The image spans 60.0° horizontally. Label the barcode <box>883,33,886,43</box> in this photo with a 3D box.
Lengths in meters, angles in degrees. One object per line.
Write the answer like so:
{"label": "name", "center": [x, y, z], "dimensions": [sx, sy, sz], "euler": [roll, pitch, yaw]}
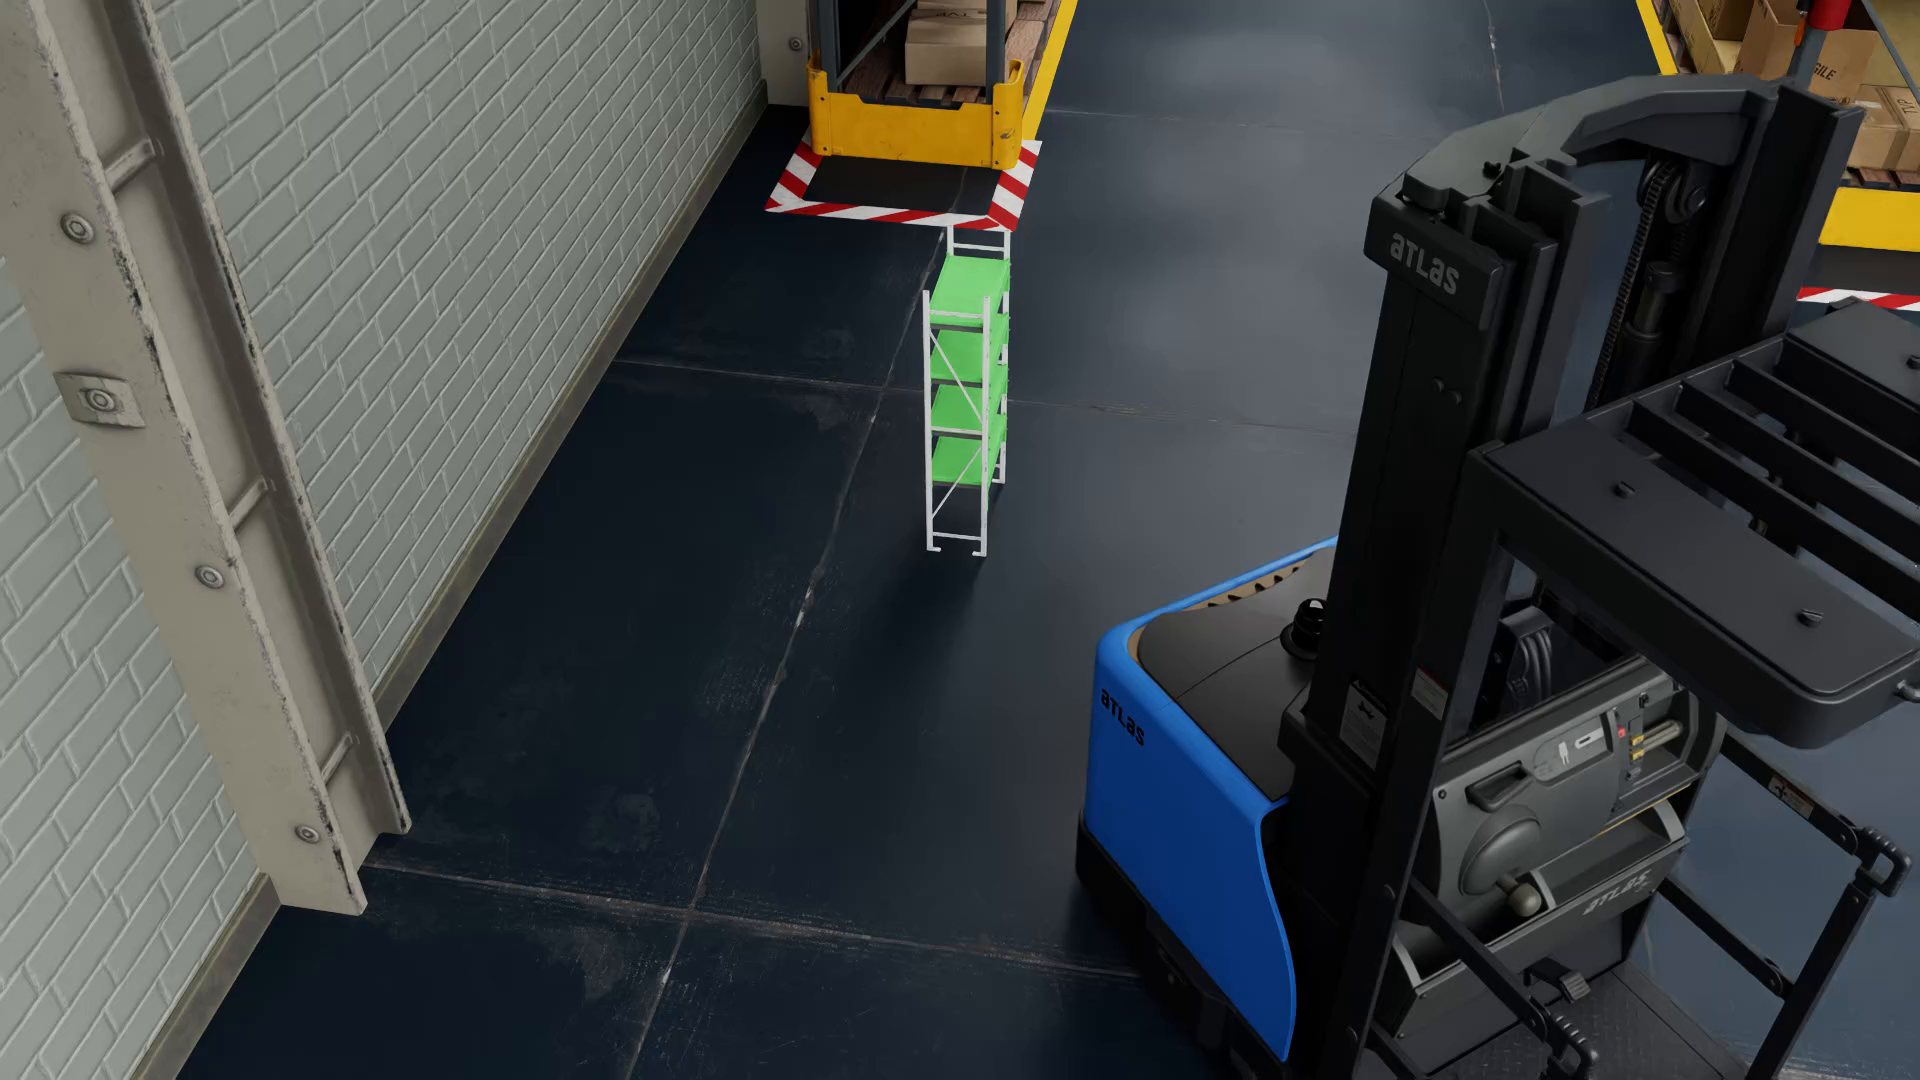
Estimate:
{"label": "barcode", "center": [-0.442, -2.947, 9.718], "dimensions": [0.001, 0.075, 0.075], "euler": [6, 40, 8]}

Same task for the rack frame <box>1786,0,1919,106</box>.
{"label": "rack frame", "center": [4.620, -2.786, 7.766], "dimensions": [1.000, 3.000, 0.127], "euler": [6, 40, 8]}

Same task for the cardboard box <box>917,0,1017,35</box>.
{"label": "cardboard box", "center": [0.048, -3.246, 10.087], "dimensions": [0.500, 0.311, 0.500], "euler": [10, 41, 11]}

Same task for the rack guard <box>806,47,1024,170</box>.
{"label": "rack guard", "center": [-0.246, -2.415, 9.278], "dimensions": [1.175, 0.500, 0.348], "euler": [6, 40, 8]}

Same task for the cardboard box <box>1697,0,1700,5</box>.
{"label": "cardboard box", "center": [4.666, -3.490, 9.857], "dimensions": [0.500, 0.500, 0.500], "euler": [6, 40, 8]}

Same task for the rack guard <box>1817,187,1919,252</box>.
{"label": "rack guard", "center": [4.616, -1.808, 8.544], "dimensions": [1.175, 0.500, 0.348], "euler": [6, 40, 8]}

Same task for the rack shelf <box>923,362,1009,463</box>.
{"label": "rack shelf", "center": [0.029, -0.517, 6.534], "dimensions": [0.258, 0.148, 0.480], "euler": [6, 40, 8]}

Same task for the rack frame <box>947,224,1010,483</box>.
{"label": "rack frame", "center": [0.071, -0.719, 6.679], "dimensions": [0.240, 1.200, 0.015], "euler": [6, 40, 8]}

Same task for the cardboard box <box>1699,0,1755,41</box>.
{"label": "cardboard box", "center": [4.579, -3.176, 9.477], "dimensions": [0.500, 0.500, 0.500], "euler": [6, 40, 8]}

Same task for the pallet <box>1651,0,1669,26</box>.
{"label": "pallet", "center": [5.134, -3.728, 11.093], "dimensions": [1.003, 0.211, 1.213], "euler": [6, 40, 8]}

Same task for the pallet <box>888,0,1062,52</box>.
{"label": "pallet", "center": [0.143, -3.573, 10.906], "dimensions": [1.003, 0.211, 1.213], "euler": [6, 40, 8]}

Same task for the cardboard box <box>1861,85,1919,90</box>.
{"label": "cardboard box", "center": [5.015, -2.515, 9.266], "dimensions": [0.500, 0.250, 0.500], "euler": [6, 40, 8]}

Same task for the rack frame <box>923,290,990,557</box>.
{"label": "rack frame", "center": [-0.014, -0.413, 6.308], "dimensions": [0.240, 1.200, 0.015], "euler": [6, 40, 8]}

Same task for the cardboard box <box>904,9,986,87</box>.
{"label": "cardboard box", "center": [-0.051, -2.888, 9.654], "dimensions": [0.500, 0.311, 0.500], "euler": [2, 40, 3]}

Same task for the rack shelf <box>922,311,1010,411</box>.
{"label": "rack shelf", "center": [0.029, -0.702, 6.381], "dimensions": [0.258, 0.148, 0.480], "euler": [6, 40, 8]}

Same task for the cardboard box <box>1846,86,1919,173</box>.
{"label": "cardboard box", "center": [4.932, -2.201, 8.886], "dimensions": [0.500, 0.250, 0.500], "euler": [6, 40, 8]}

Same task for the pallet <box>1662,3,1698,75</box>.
{"label": "pallet", "center": [4.925, -2.960, 10.164], "dimensions": [1.003, 0.211, 1.213], "euler": [6, 40, 8]}

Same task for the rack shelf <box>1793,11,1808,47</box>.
{"label": "rack shelf", "center": [4.966, -3.764, 9.514], "dimensions": [1.077, 0.370, 4.000], "euler": [6, 40, 8]}

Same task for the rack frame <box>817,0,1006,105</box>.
{"label": "rack frame", "center": [-0.259, -3.330, 8.424], "dimensions": [1.000, 3.000, 0.127], "euler": [6, 40, 8]}

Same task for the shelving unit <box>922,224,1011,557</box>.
{"label": "shelving unit", "center": [0.029, -0.566, 6.493], "dimensions": [0.258, 1.200, 0.503], "euler": [6, 40, 8]}

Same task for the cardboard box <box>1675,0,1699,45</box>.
{"label": "cardboard box", "center": [4.670, -3.200, 10.095], "dimensions": [0.500, 0.250, 0.500], "euler": [6, 40, 8]}

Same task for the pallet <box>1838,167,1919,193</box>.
{"label": "pallet", "center": [4.711, -2.196, 9.241], "dimensions": [1.003, 0.211, 1.213], "euler": [6, 40, 8]}

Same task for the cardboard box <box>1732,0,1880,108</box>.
{"label": "cardboard box", "center": [4.420, -2.547, 8.716], "dimensions": [0.500, 0.500, 0.500], "euler": [6, 40, 8]}

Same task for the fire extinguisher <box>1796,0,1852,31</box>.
{"label": "fire extinguisher", "center": [4.142, -2.734, 7.763], "dimensions": [0.296, 0.674, 0.183], "euler": [6, 40, 8]}

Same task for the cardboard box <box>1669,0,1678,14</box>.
{"label": "cardboard box", "center": [4.750, -3.515, 10.476], "dimensions": [0.500, 0.250, 0.500], "euler": [6, 40, 8]}

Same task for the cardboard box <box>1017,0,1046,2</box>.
{"label": "cardboard box", "center": [0.224, -3.773, 10.576], "dimensions": [0.700, 0.500, 0.500], "euler": [4, 40, 5]}

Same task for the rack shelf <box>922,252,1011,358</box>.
{"label": "rack shelf", "center": [0.029, -0.887, 6.228], "dimensions": [0.258, 0.148, 0.480], "euler": [6, 40, 8]}

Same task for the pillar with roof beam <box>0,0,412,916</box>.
{"label": "pillar with roof beam", "center": [2.212, -1.937, 2.031], "dimensions": [9.100, 9.000, 0.400], "euler": [6, 40, 8]}

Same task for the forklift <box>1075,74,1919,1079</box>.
{"label": "forklift", "center": [1.549, 0.622, 3.697], "dimensions": [1.130, 2.935, 3.031], "euler": [-20, 44, -23]}

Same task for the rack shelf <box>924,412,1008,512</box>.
{"label": "rack shelf", "center": [0.029, -0.332, 6.687], "dimensions": [0.258, 0.148, 0.480], "euler": [6, 40, 8]}

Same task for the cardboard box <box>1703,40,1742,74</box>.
{"label": "cardboard box", "center": [4.497, -2.573, 9.336], "dimensions": [0.500, 0.250, 0.500], "euler": [6, 40, 8]}

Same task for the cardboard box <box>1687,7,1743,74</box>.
{"label": "cardboard box", "center": [4.581, -2.887, 9.716], "dimensions": [0.500, 0.250, 0.500], "euler": [6, 40, 8]}

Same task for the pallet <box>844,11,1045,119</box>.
{"label": "pallet", "center": [-0.071, -2.809, 9.982], "dimensions": [1.003, 0.211, 1.213], "euler": [6, 40, 8]}

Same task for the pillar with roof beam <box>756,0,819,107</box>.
{"label": "pillar with roof beam", "center": [3.250, -5.702, 6.585], "dimensions": [9.100, 9.000, 0.400], "euler": [6, 40, 8]}

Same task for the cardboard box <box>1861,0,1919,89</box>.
{"label": "cardboard box", "center": [5.017, -2.804, 9.027], "dimensions": [0.500, 0.500, 0.500], "euler": [6, 40, 8]}
